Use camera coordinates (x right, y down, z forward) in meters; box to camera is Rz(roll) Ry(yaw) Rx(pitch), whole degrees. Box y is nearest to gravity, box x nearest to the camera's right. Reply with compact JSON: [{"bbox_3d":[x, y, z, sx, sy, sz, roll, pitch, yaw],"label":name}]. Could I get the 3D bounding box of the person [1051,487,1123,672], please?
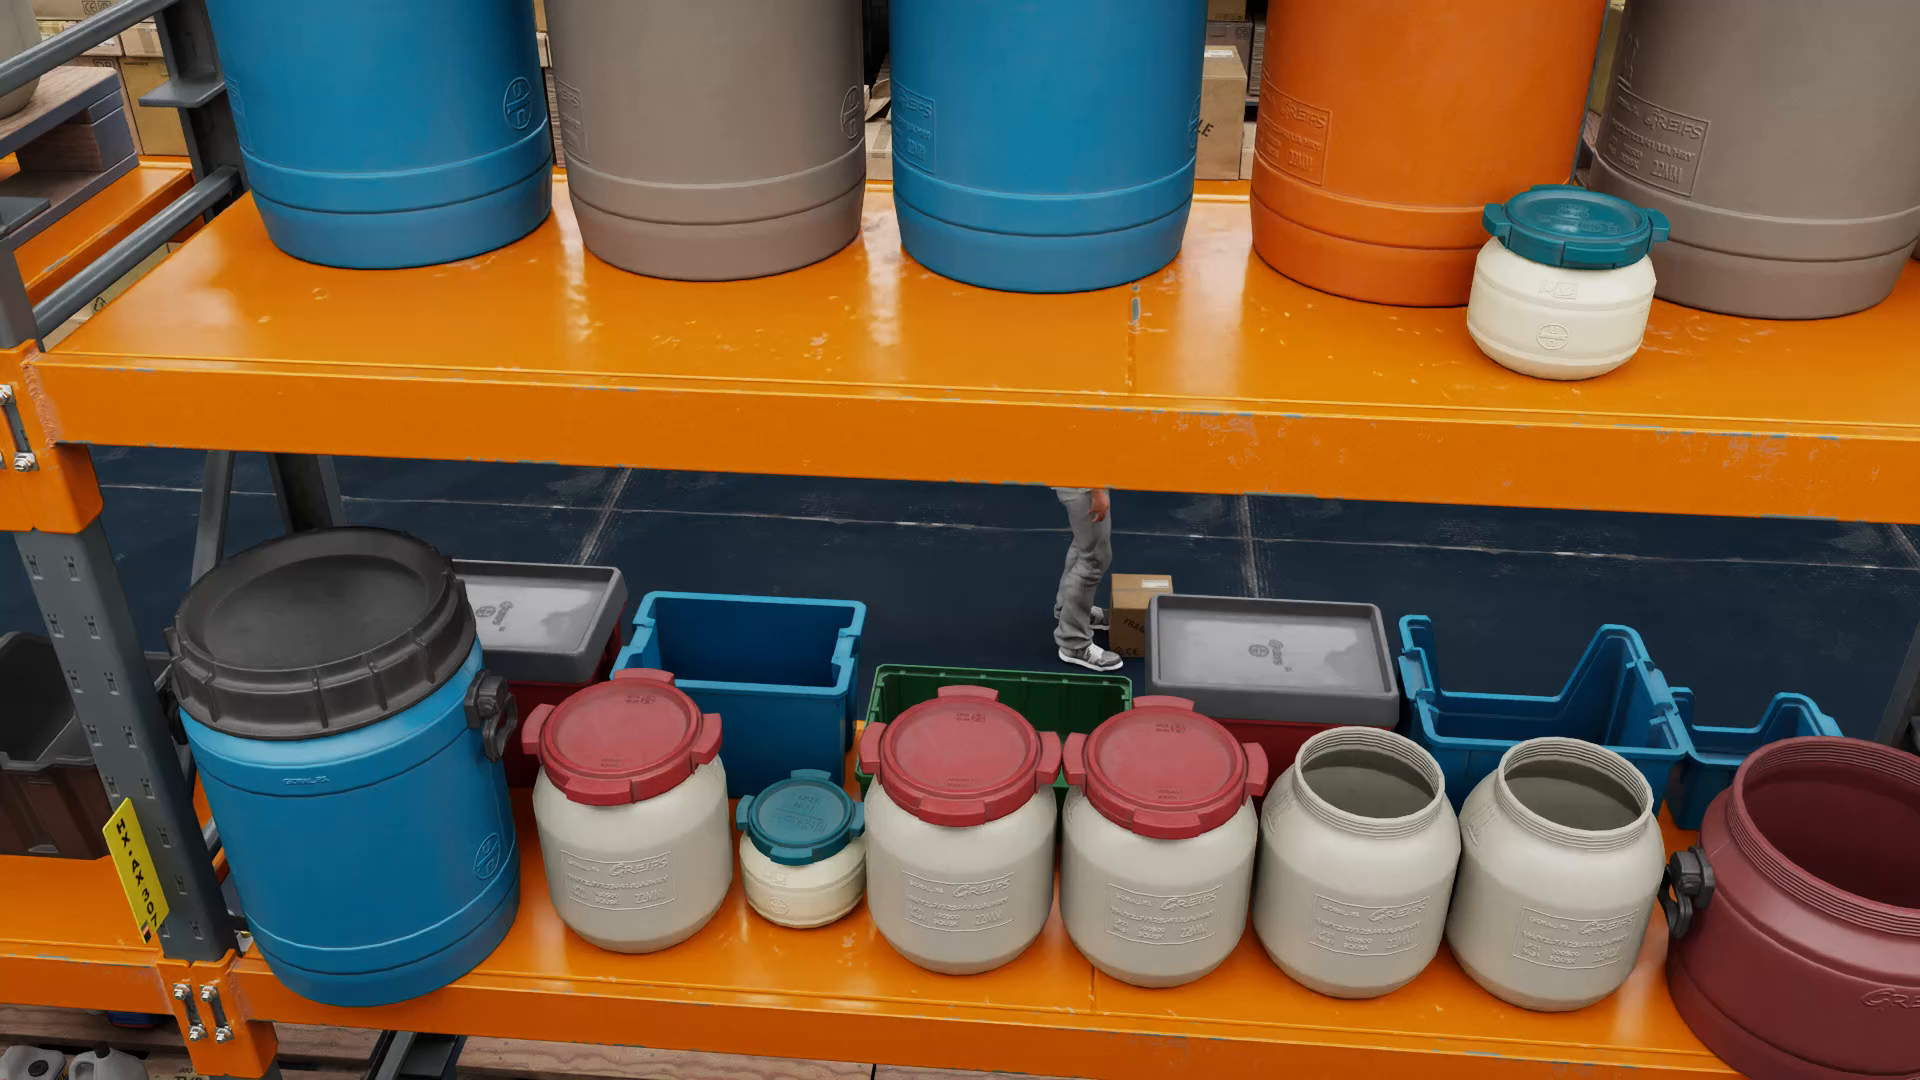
[{"bbox_3d":[0.513,-0.256,6.552,0.347,1.591,0.475,1,32,1],"label":"person"}]
